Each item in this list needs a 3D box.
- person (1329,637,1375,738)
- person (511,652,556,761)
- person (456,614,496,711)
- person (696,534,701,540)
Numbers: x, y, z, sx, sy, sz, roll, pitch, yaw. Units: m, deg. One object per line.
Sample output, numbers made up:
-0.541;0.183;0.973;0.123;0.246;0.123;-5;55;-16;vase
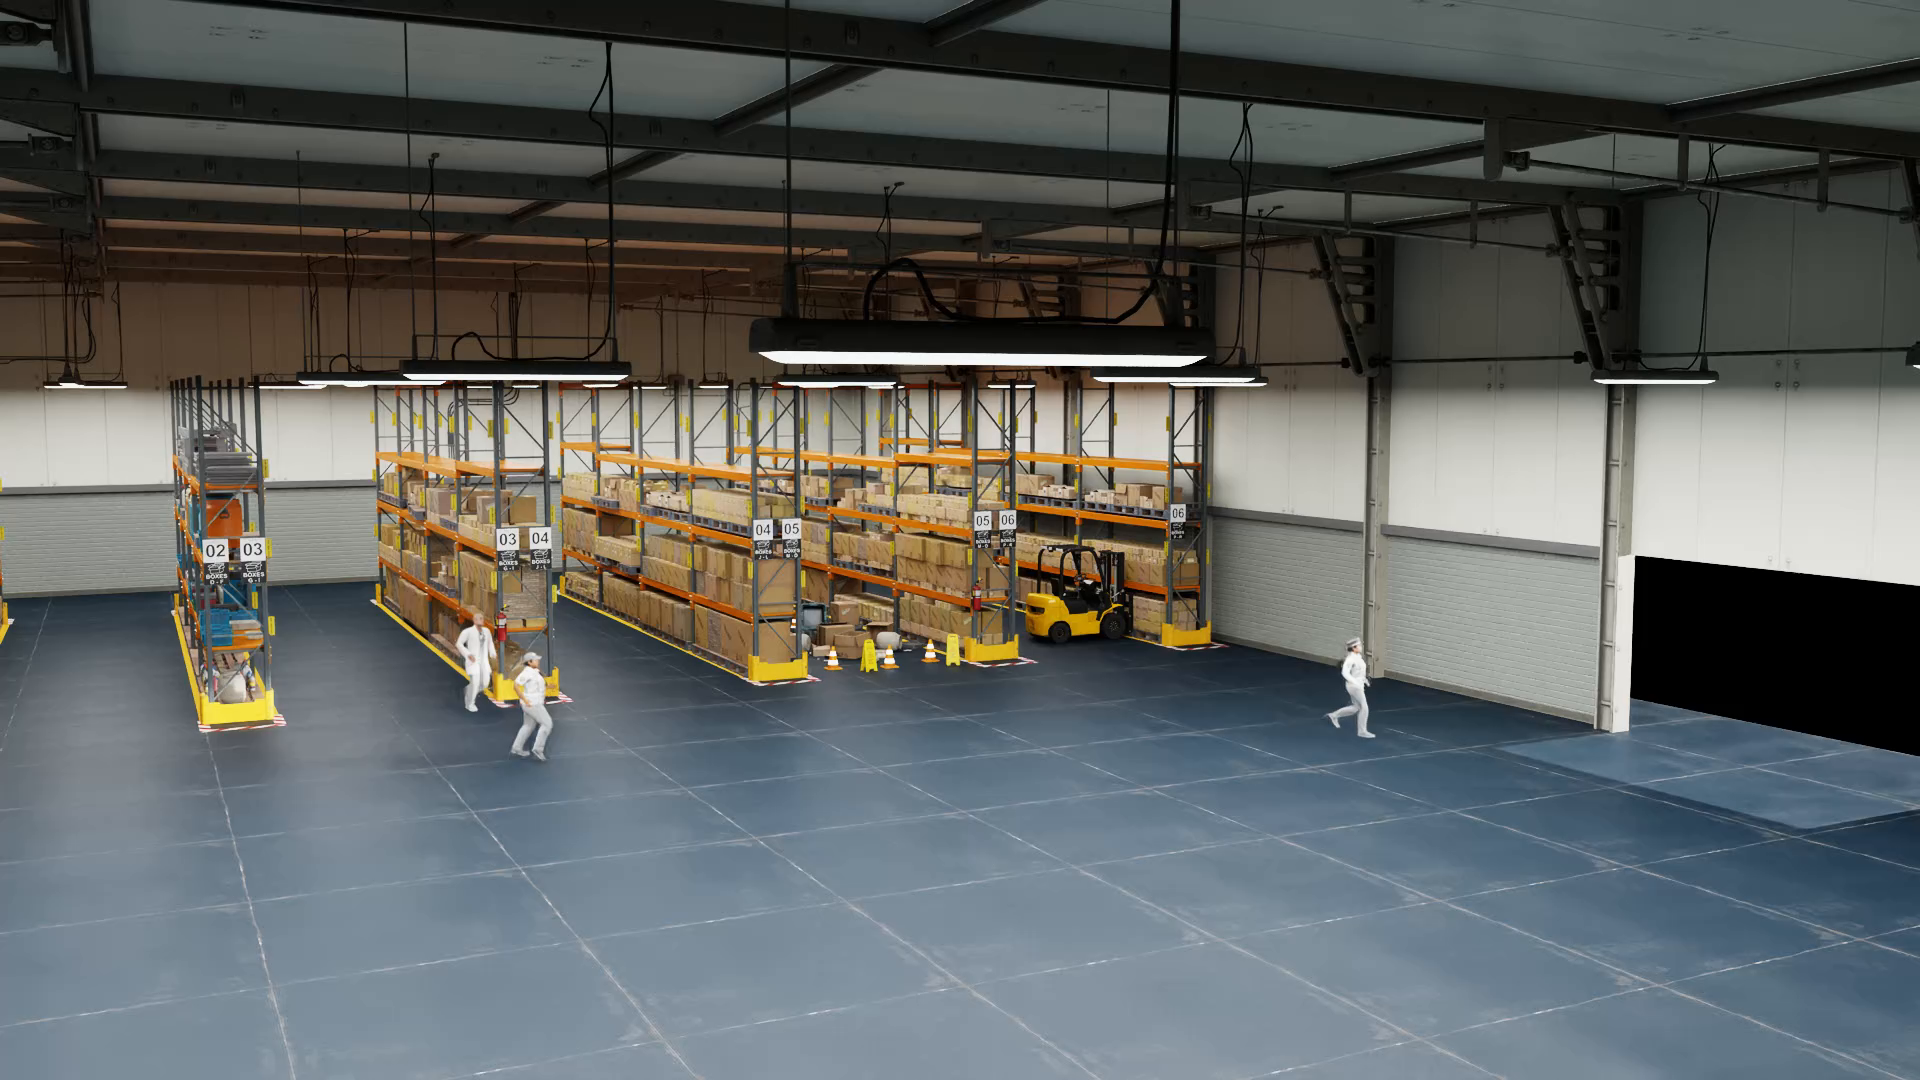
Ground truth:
6.514;2.436;27.582;0.762;1.670;0.635;2;5;21;person
-6.648;2.602;25.903;0.706;1.715;0.574;-1;5;-11;person
-8.723;2.198;30.060;0.569;1.731;0.779;4;7;40;person
-8.077;0.375;50.509;0.696;1.734;0.732;-1;5;-13;person
